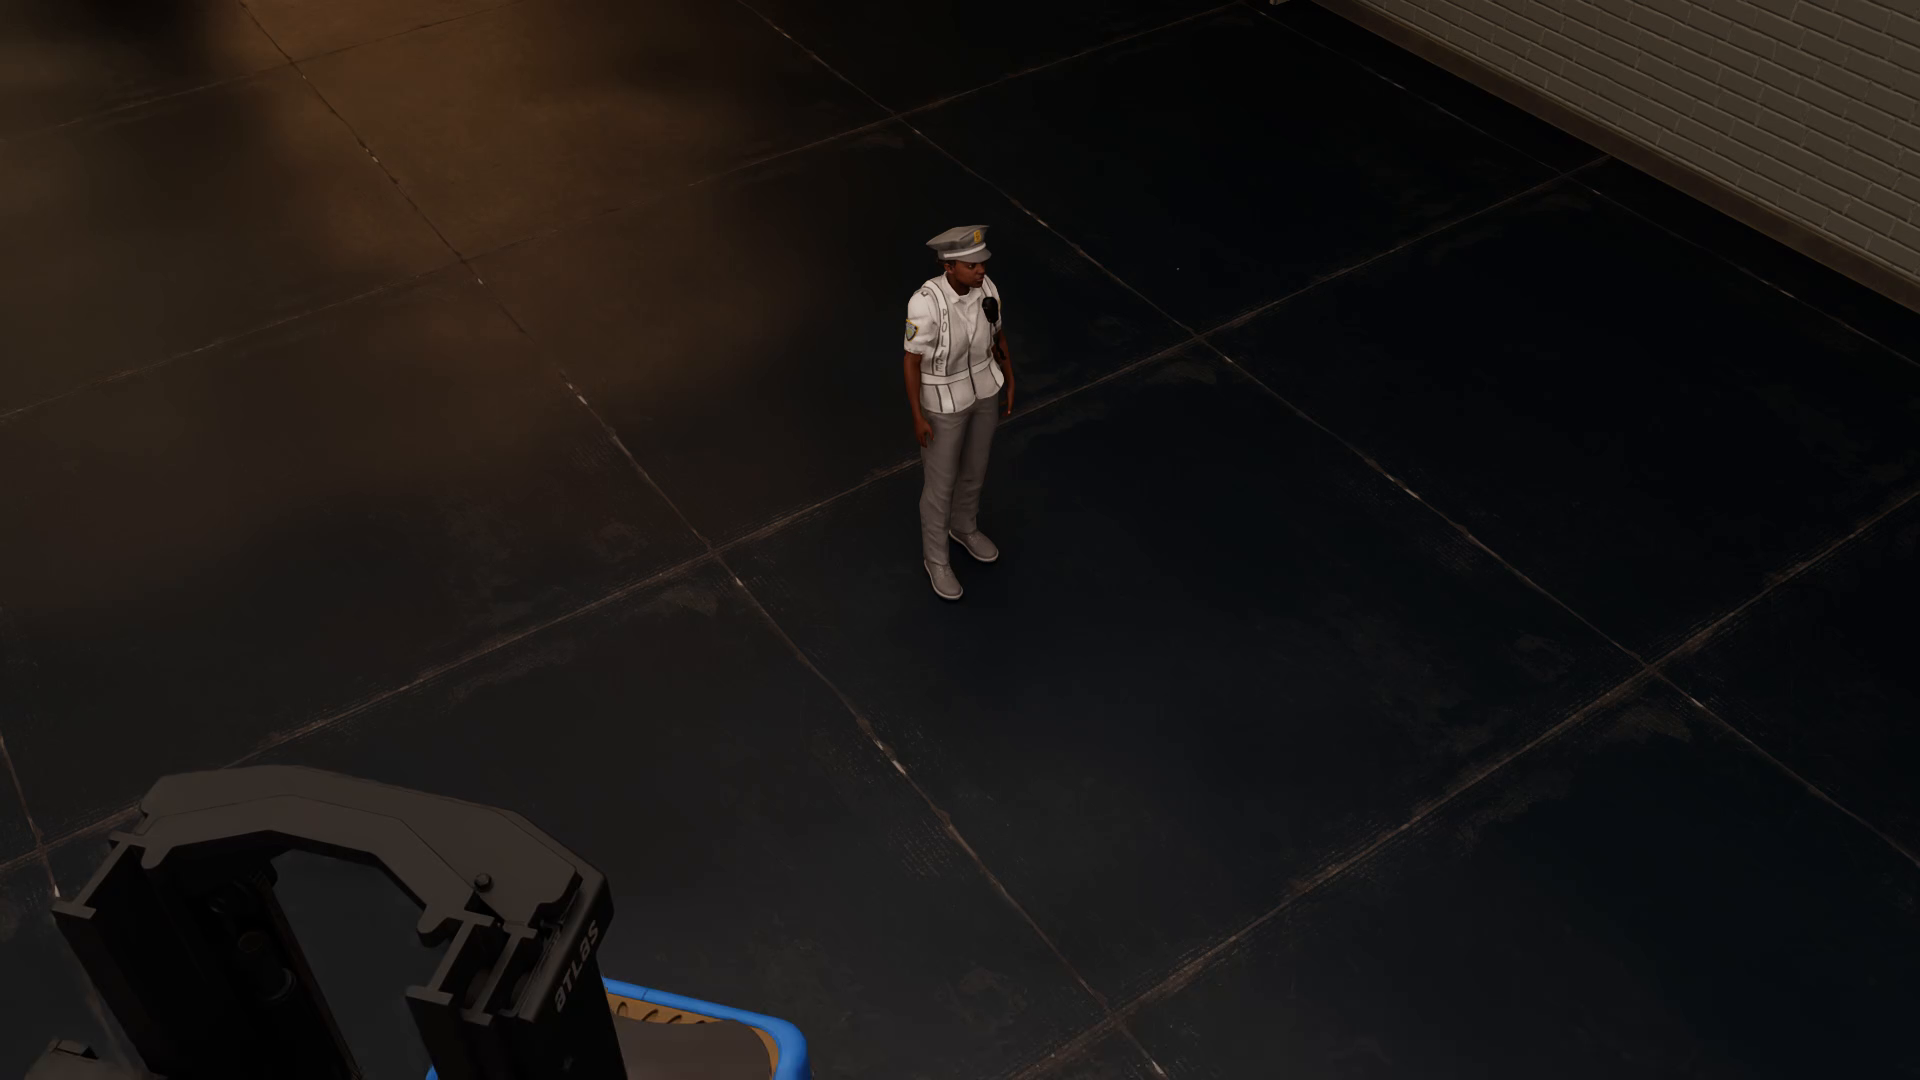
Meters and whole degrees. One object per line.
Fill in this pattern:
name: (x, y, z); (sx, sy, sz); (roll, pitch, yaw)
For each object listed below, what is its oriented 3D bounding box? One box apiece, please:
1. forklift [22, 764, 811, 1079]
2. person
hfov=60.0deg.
forklift: (-1.285, 1.995, 3.551); (1.130, 2.935, 3.031); (10, 44, 11)
person: (0.027, -0.579, 7.245); (0.569, 1.695, 0.528); (-25, 48, -25)
